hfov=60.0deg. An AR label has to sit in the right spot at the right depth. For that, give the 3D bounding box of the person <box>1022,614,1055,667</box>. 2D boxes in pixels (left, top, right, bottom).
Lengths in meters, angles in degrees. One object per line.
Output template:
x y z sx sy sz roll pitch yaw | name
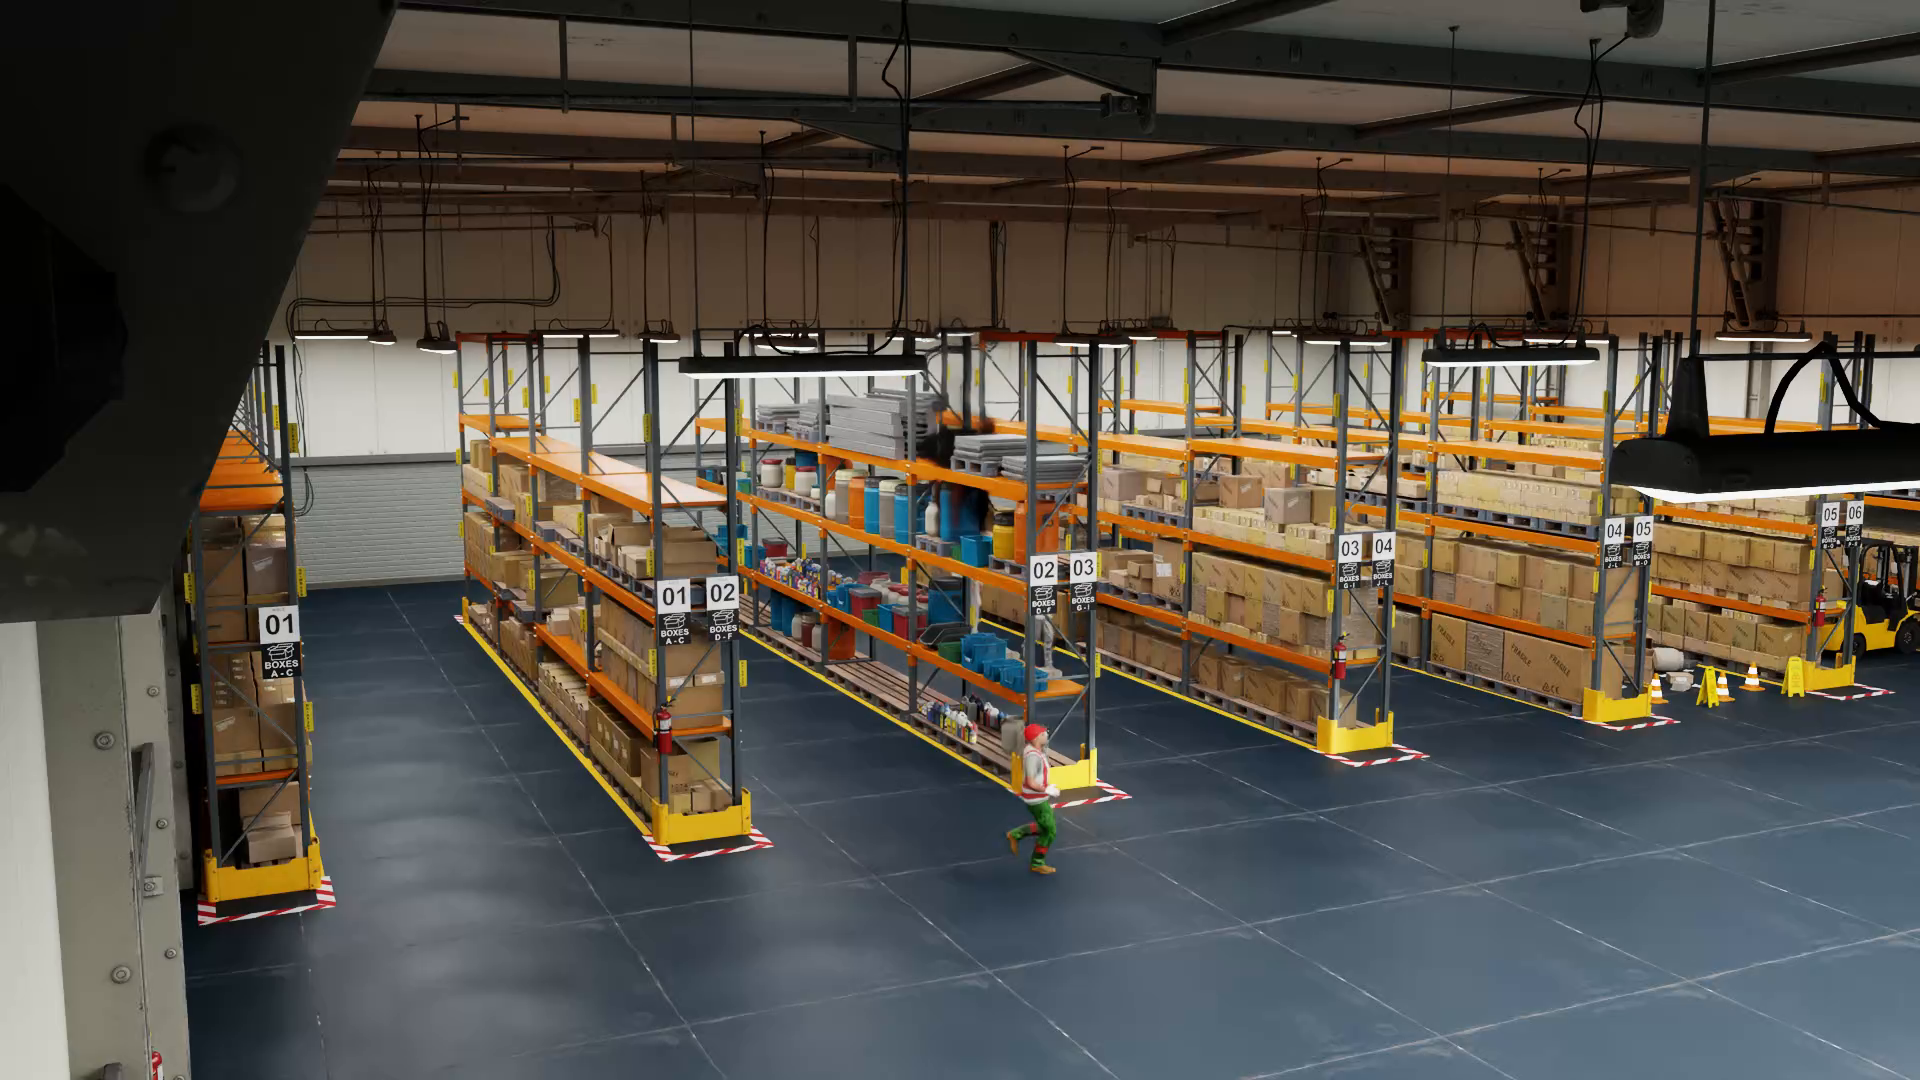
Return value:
1.442 1.420 29.955 0.687 1.772 1.027 -5 9 -32 | person

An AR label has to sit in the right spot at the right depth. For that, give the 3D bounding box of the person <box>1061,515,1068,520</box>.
2.463 0.215 39.586 0.530 1.608 0.628 -2 8 -18 | person

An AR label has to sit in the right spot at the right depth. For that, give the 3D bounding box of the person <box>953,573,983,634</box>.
0.160 1.066 32.621 0.734 1.774 1.075 -4 9 -29 | person

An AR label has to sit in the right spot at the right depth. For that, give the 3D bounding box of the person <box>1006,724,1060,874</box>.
0.828 2.937 18.918 0.602 1.737 0.704 0 8 -2 | person
